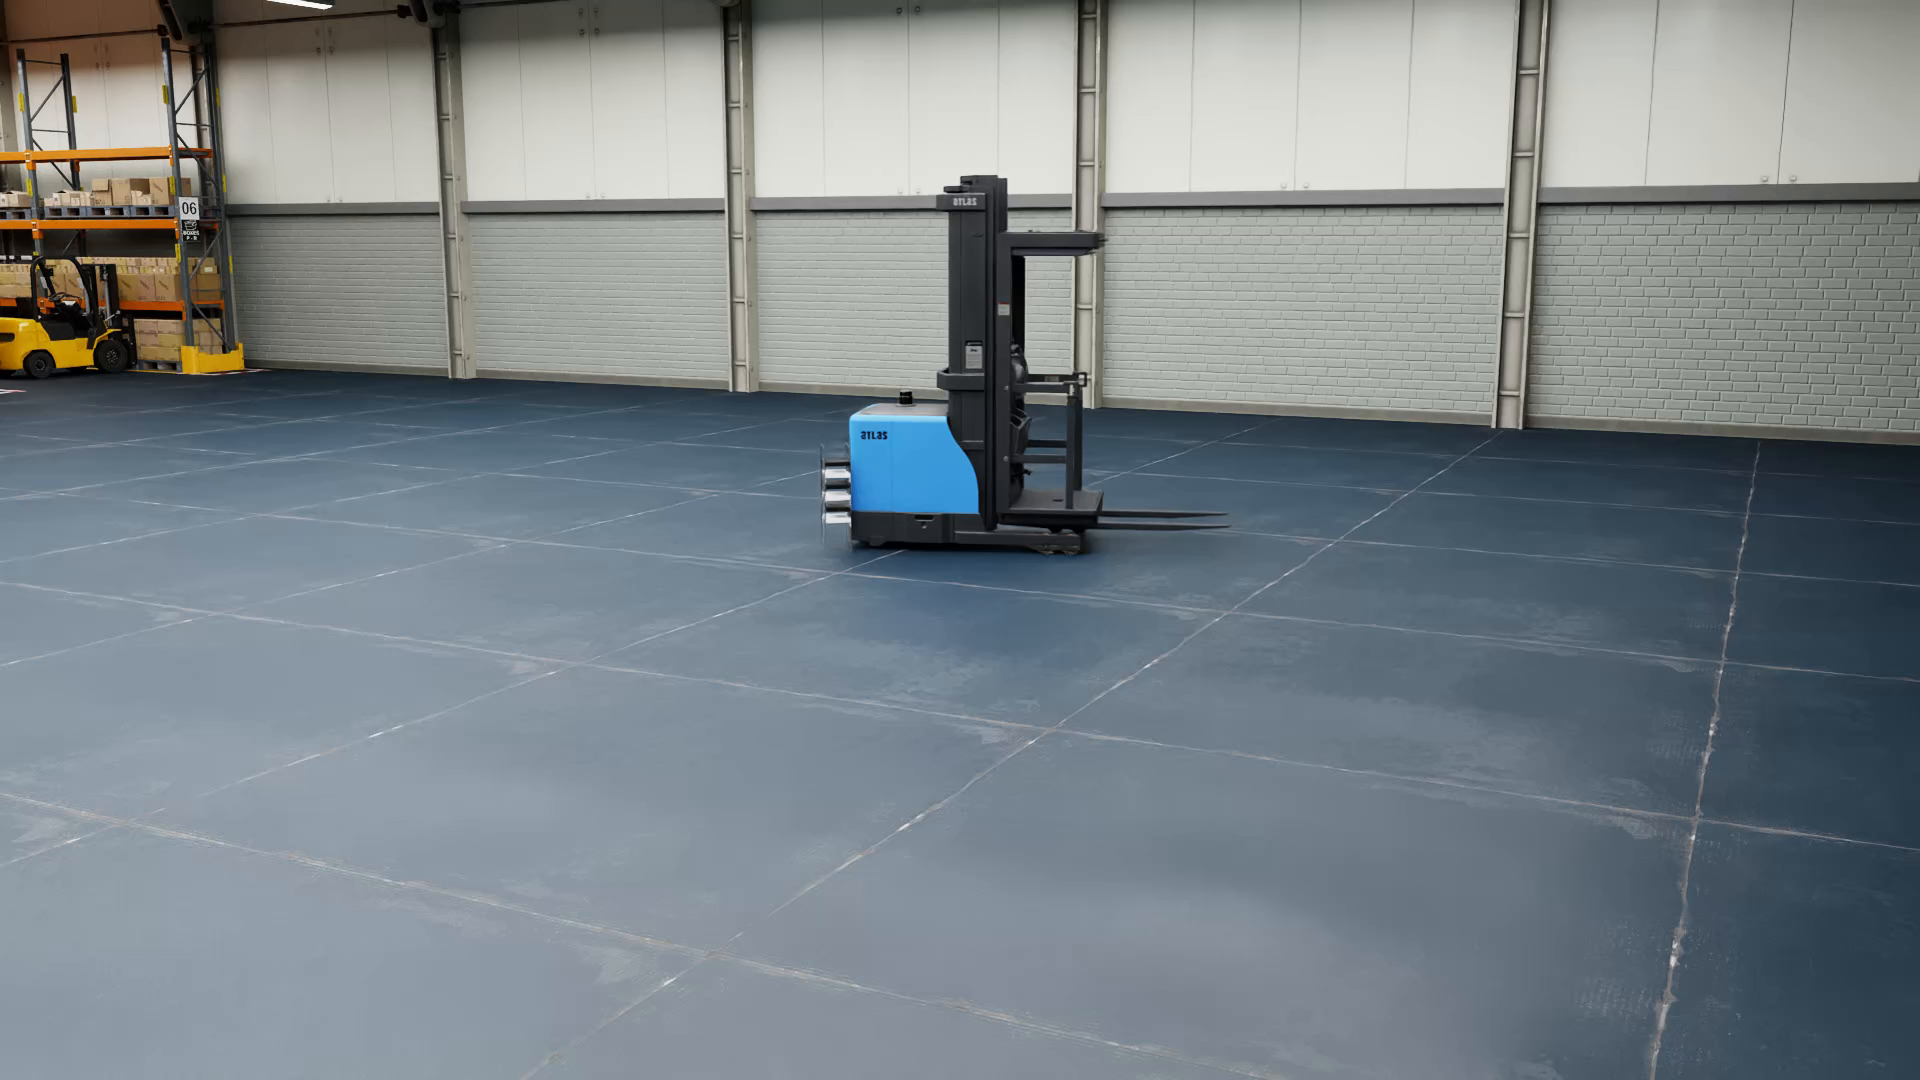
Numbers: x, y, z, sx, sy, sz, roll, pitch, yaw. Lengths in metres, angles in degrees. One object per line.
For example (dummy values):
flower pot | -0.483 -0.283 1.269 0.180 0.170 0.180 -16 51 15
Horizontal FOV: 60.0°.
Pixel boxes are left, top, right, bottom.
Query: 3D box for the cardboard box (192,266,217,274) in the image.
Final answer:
cardboard box | -14.246 -5.092 31.341 0.250 0.149 0.380 5 11 24

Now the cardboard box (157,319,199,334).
cardboard box | -14.608 -3.988 31.075 0.500 0.250 0.500 5 12 28

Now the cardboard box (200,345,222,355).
cardboard box | -14.411 -3.579 31.625 0.500 0.250 0.500 5 11 26

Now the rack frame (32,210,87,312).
rack frame | -17.644 -4.971 32.773 0.127 3.000 1.000 5 11 26

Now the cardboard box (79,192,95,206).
cardboard box | -16.447 -6.471 31.557 0.258 0.266 0.396 5 11 24

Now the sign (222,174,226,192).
sign | -13.806 -6.689 31.166 0.005 0.325 0.100 5 11 26

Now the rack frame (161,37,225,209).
rack frame | -14.057 -7.608 30.497 0.127 3.000 1.000 5 11 26

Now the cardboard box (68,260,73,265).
cardboard box | -16.982 -5.388 32.142 0.250 0.149 0.380 5 11 25

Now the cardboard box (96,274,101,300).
cardboard box | -16.432 -4.865 31.908 0.500 0.500 0.500 5 11 25

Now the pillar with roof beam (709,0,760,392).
pillar with roof beam | -5.426 -6.173 22.572 0.548 9.000 9.100 5 11 26

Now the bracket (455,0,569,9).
bracket | -6.361 -8.811 27.039 4.783 0.066 0.076 5 11 26

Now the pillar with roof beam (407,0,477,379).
pillar with roof beam | -10.806 -6.646 25.184 0.548 9.000 9.100 5 11 26

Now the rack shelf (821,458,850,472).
rack shelf | -0.989 -0.600 13.191 0.200 0.077 0.258 -2 11 -13

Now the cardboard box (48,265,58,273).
cardboard box | -17.474 -5.272 32.335 0.250 0.149 0.380 5 11 25

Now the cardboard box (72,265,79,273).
cardboard box | -16.807 -5.204 31.962 0.250 0.149 0.380 5 12 27

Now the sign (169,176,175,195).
sign | -14.309 -6.443 30.219 0.005 0.325 0.100 5 11 26

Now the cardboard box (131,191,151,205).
cardboard box | -15.162 -6.358 30.933 0.258 0.266 0.396 5 11 26

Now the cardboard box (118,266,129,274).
cardboard box | -15.653 -5.104 31.405 0.250 0.149 0.380 5 11 26

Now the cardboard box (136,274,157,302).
cardboard box | -15.075 -4.744 31.239 0.500 0.500 0.500 5 12 28

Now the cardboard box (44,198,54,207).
cardboard box | -17.376 -6.495 32.018 0.250 0.149 0.380 5 12 27

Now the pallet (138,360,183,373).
pallet | -14.761 -3.337 31.575 1.213 0.211 1.003 5 11 26

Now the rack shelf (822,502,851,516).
rack shelf | -0.989 -0.246 13.255 0.200 0.077 0.258 -2 11 -13

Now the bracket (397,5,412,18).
bracket | -9.431 -9.081 28.530 0.430 0.232 0.235 5 11 26

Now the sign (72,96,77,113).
sign | -17.376 -8.547 32.620 0.005 0.325 0.100 5 11 26

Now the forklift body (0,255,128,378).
forklift body | -16.564 -4.096 30.322 1.214 2.155 2.313 5 11 26

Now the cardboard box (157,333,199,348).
cardboard box | -14.632 -3.744 31.130 0.500 0.250 0.500 5 11 25

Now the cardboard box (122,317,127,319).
cardboard box | -15.976 -4.106 31.730 0.500 0.250 0.500 5 11 25

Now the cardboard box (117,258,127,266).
cardboard box | -15.660 -5.249 31.375 0.250 0.149 0.380 5 12 27

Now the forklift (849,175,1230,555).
forklift | 0.666 -1.425 13.371 3.031 2.935 1.130 1 10 8

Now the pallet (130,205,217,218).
pallet | -14.679 -6.148 31.102 1.213 0.211 1.003 5 11 26

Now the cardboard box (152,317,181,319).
cardboard box | -15.297 -4.149 31.967 0.500 0.250 0.500 5 11 25

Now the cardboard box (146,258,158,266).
cardboard box | -14.953 -5.196 31.078 0.250 0.149 0.380 5 12 27

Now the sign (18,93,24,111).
sign | -17.873 -8.334 31.664 0.005 0.325 0.100 5 11 26

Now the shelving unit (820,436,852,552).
shelving unit | -0.989 -0.367 13.233 0.210 0.900 0.258 -2 11 -13

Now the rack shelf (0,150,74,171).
rack shelf | -19.437 -7.530 33.209 4.000 0.370 1.077 5 11 26

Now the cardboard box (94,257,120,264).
cardboard box | -16.299 -5.324 31.788 0.250 0.149 0.380 5 11 26

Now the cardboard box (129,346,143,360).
cardboard box | -15.504 -3.577 31.615 0.500 0.250 0.500 5 11 26

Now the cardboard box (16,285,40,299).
cardboard box | -18.212 -4.895 32.775 0.500 0.250 0.500 5 12 27

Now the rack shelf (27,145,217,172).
rack shelf | -15.850 -7.214 31.467 4.000 0.370 1.077 5 11 26

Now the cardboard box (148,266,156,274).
cardboard box | -14.940 -5.052 31.120 0.250 0.149 0.380 5 12 27

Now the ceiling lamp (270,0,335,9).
ceiling lamp | -9.680 -9.331 23.629 0.800 3.185 2.000 5 11 26

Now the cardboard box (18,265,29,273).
cardboard box | -18.288 -5.348 32.755 0.250 0.149 0.380 5 11 25

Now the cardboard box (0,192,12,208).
cardboard box | -19.089 -6.737 32.901 0.500 0.311 0.500 5 11 24
